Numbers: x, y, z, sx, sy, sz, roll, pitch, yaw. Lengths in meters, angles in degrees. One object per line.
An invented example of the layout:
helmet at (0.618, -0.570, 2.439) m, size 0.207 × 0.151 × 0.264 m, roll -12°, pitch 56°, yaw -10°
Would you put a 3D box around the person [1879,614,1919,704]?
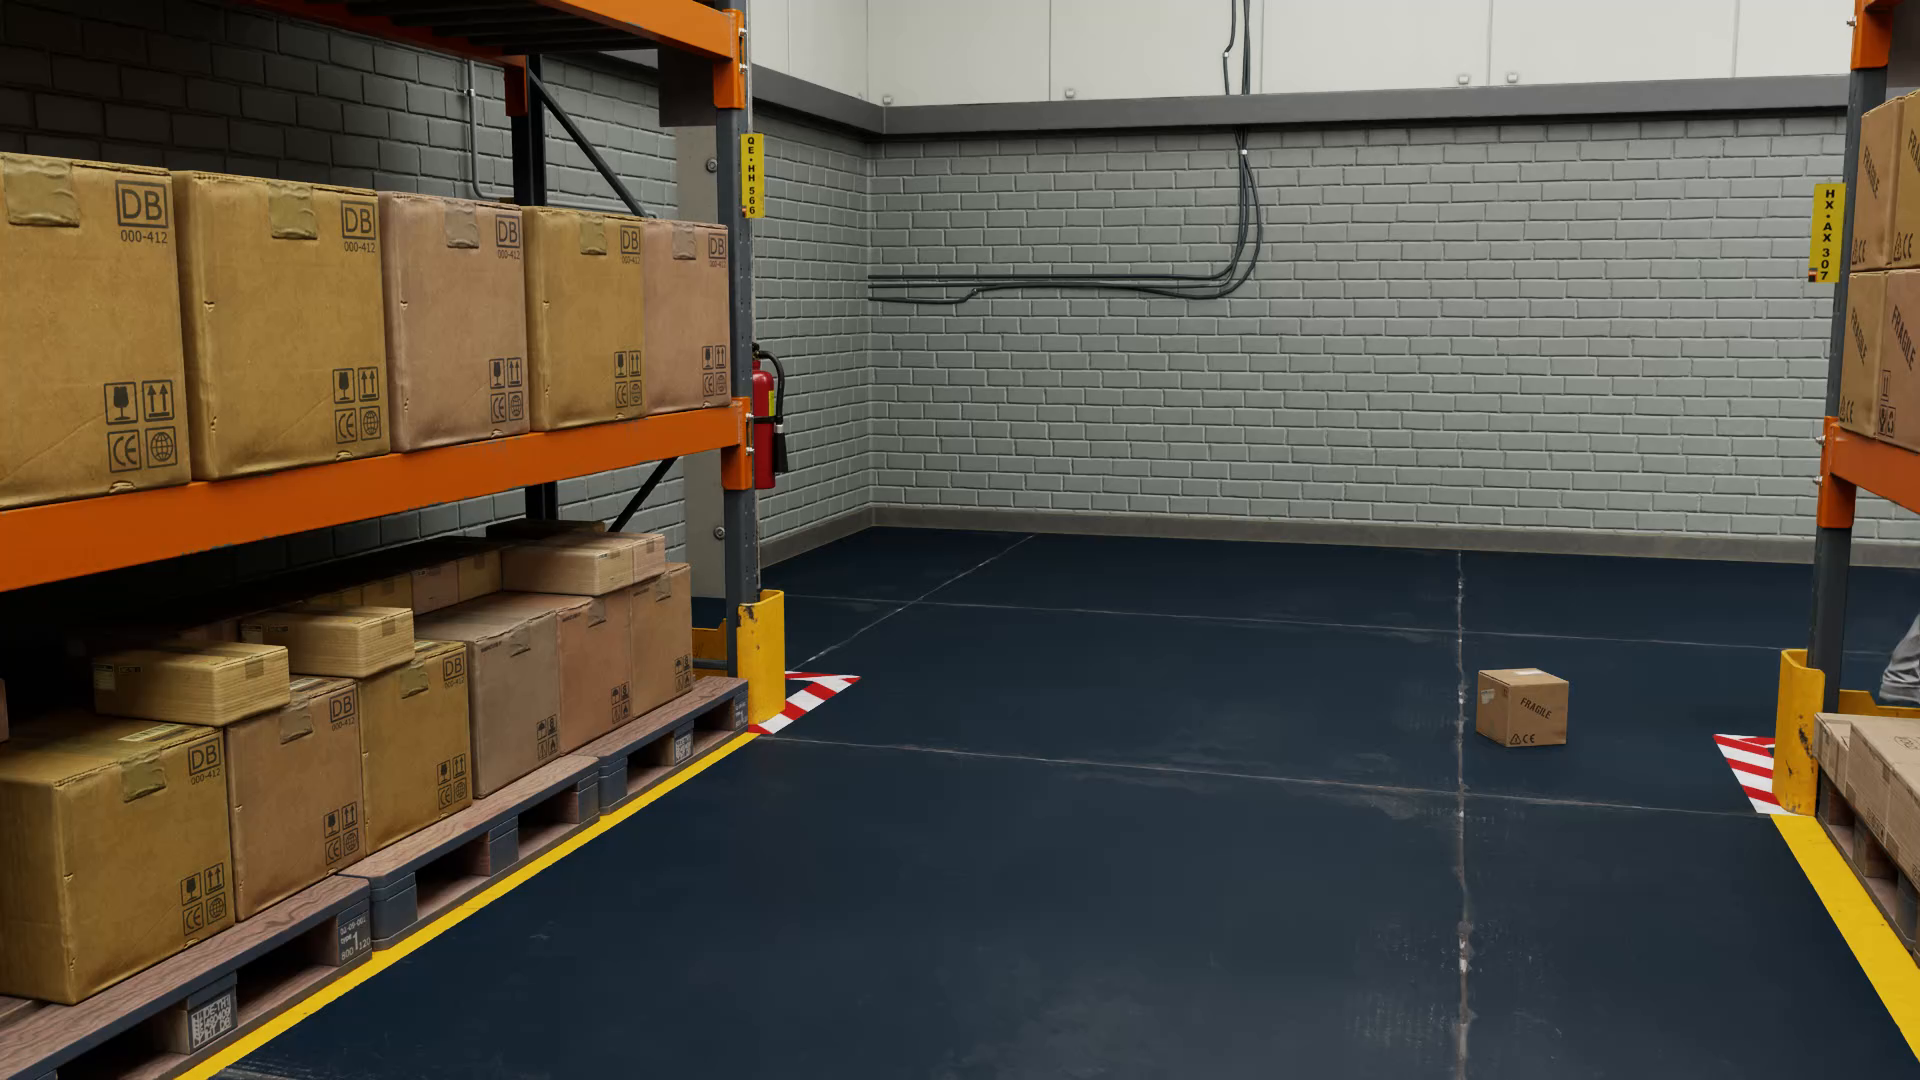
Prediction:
person at (4.249, -0.107, 6.472) m, size 1.052 × 1.733 × 0.703 m, roll 3°, pitch 9°, yaw 23°
